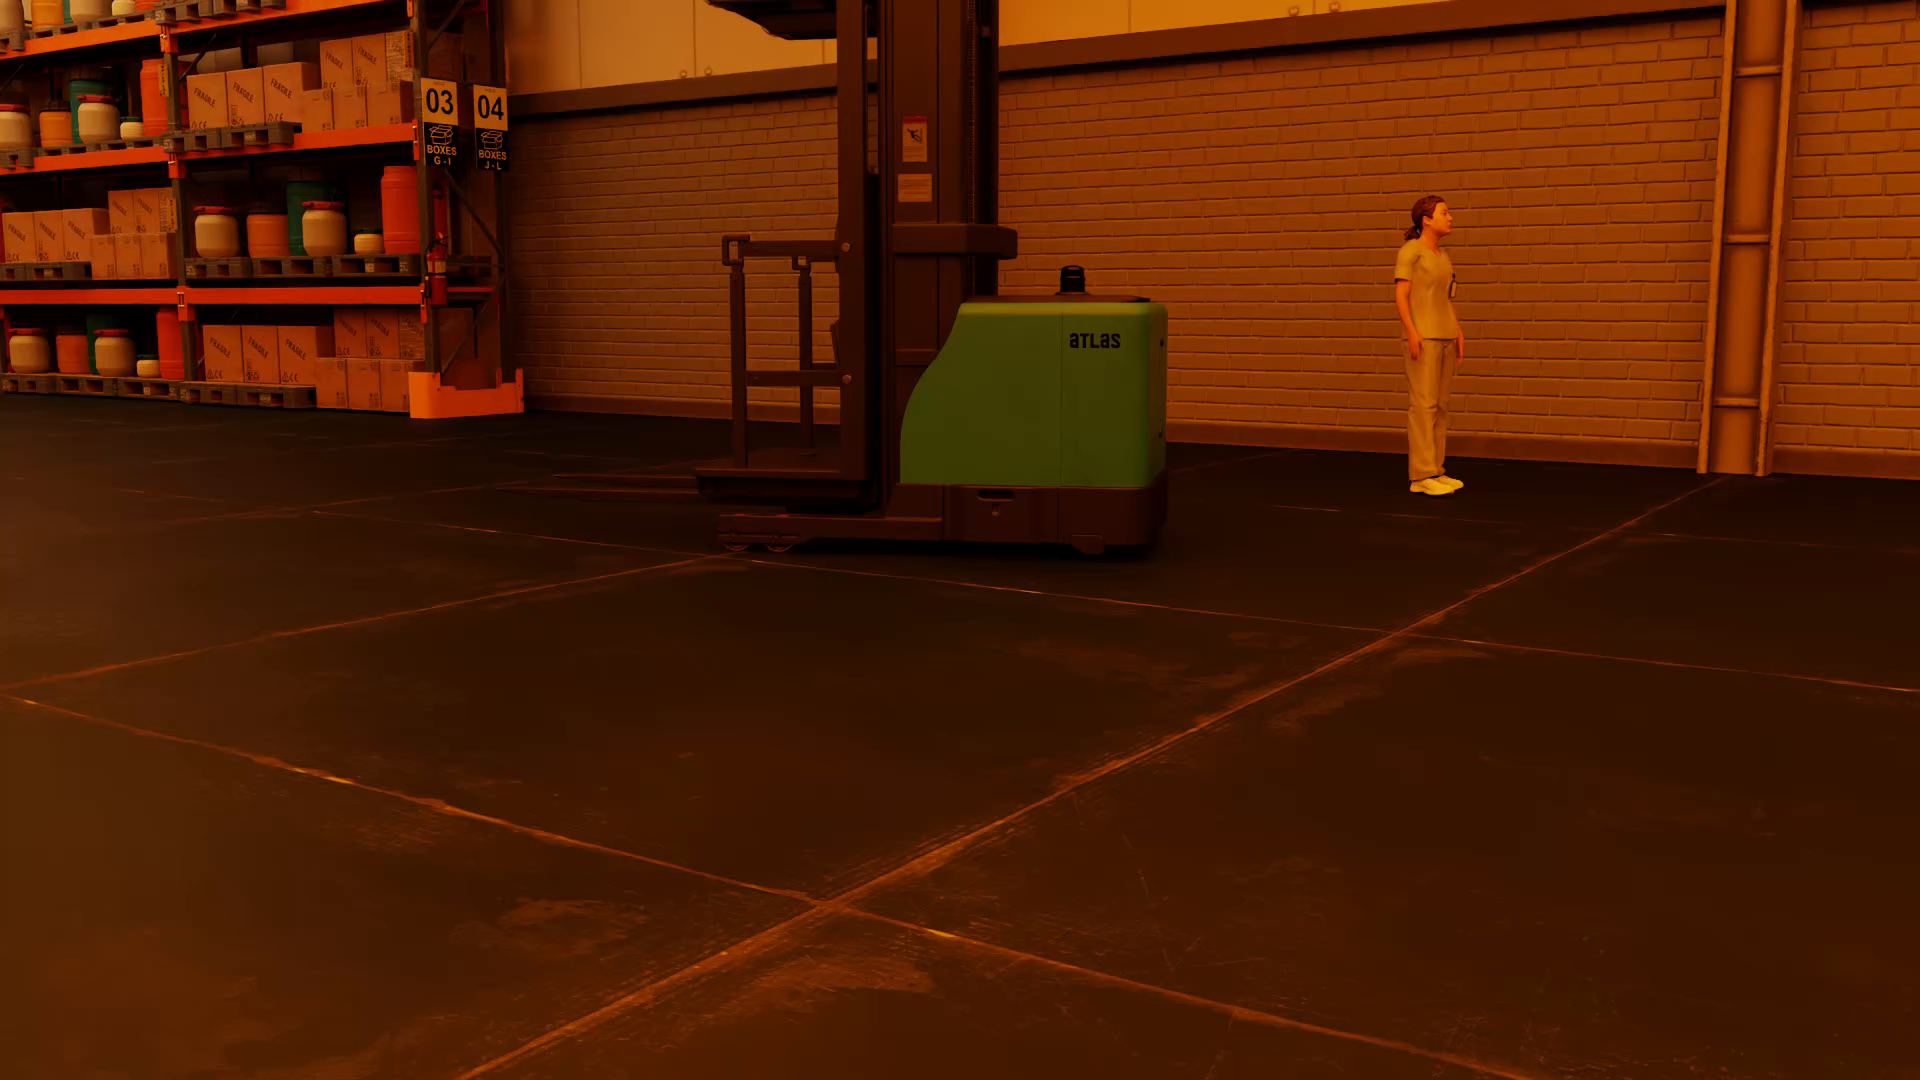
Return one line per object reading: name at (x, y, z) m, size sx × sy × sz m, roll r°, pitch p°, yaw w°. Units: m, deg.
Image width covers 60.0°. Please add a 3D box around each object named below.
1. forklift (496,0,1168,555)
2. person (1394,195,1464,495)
forklift at (-0.596, -1.469, 7.520) m, size 3.031 × 2.935 × 1.130 m, roll 2°, pitch 8°, yaw 12°
person at (2.724, -1.105, 9.448) m, size 0.548 × 1.651 × 0.549 m, roll -7°, pitch 11°, yaw -41°
